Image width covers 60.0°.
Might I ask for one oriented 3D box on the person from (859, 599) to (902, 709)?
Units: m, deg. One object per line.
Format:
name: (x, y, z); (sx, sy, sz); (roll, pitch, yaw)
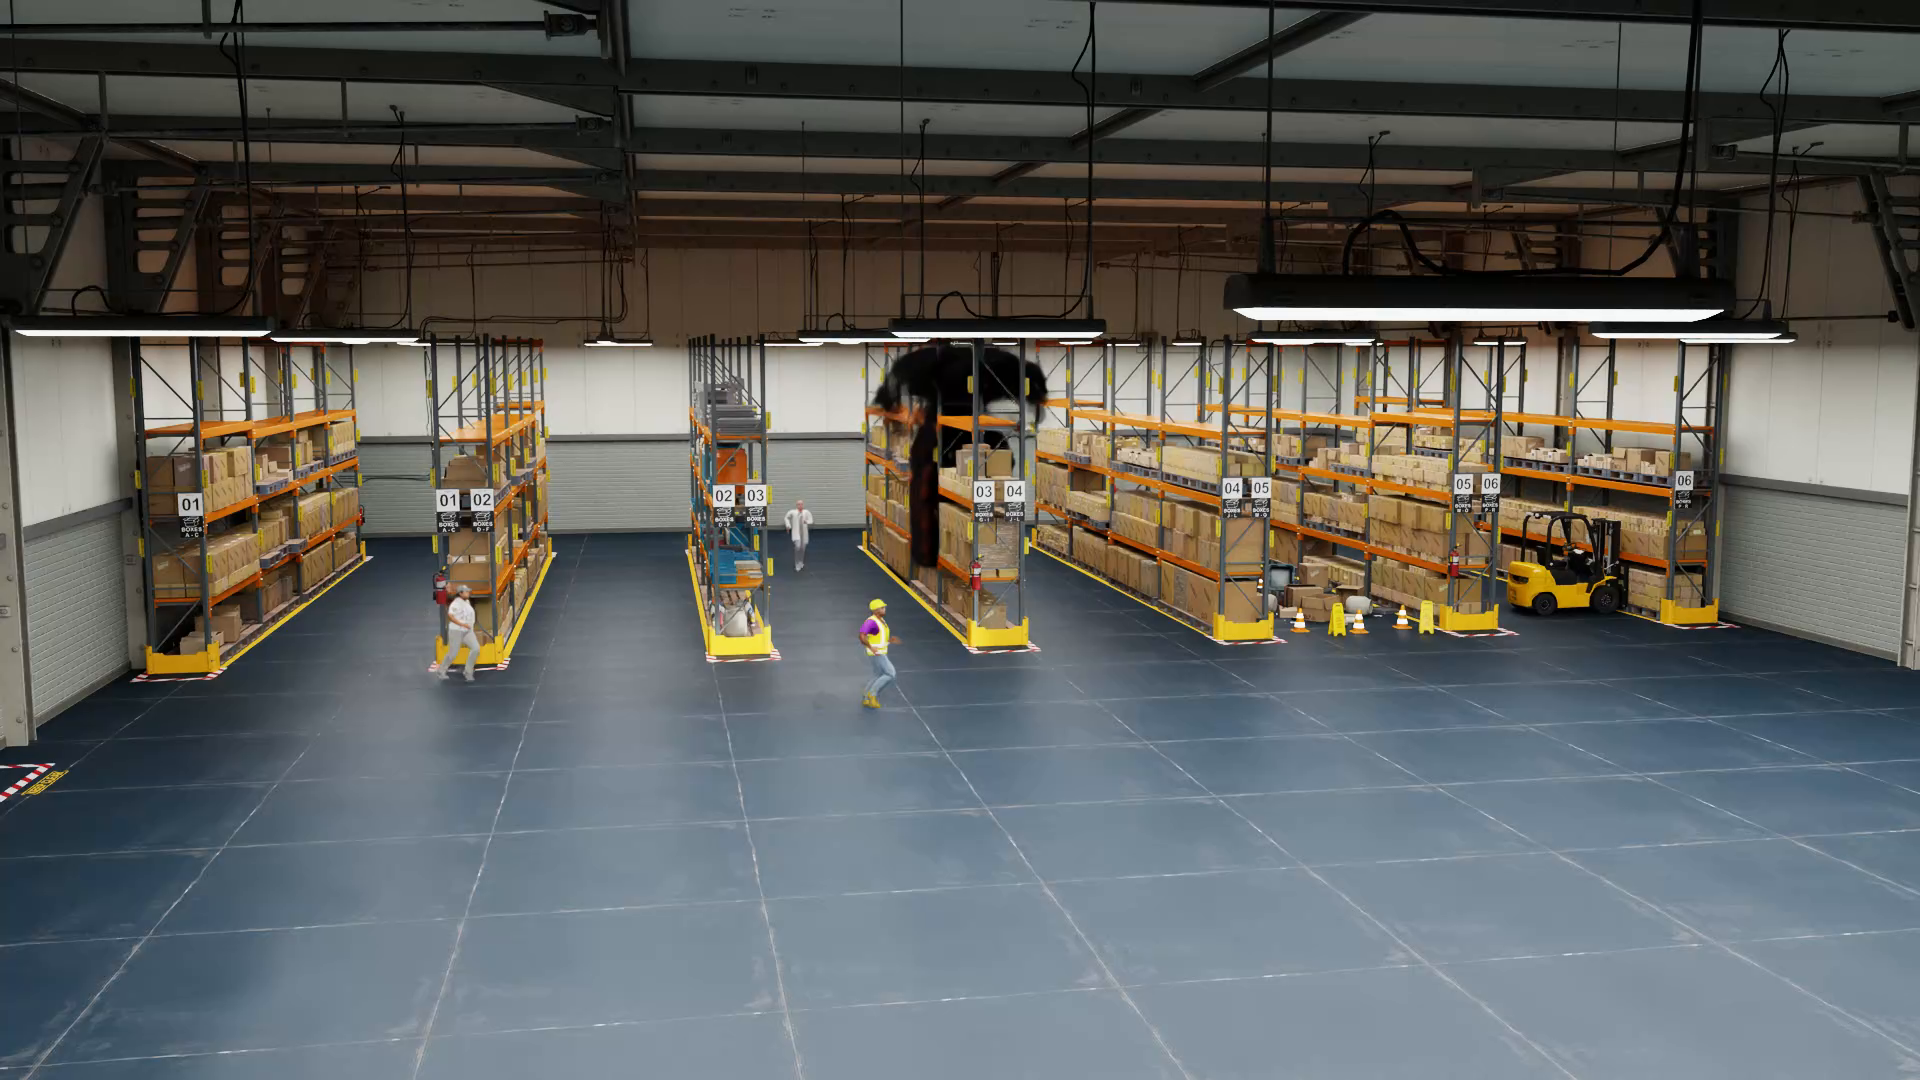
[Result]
person: (-1.273, 1.815, 26.563); (0.654, 1.742, 0.675); (1, 7, 8)

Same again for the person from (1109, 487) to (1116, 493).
person: (4.528, -0.715, 48.755); (0.702, 1.734, 0.677); (-3, 7, -27)

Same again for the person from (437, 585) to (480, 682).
person: (-8.649, 1.622, 28.873); (0.649, 1.686, 0.688); (3, 7, 22)

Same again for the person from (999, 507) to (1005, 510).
person: (1.216, -0.485, 46.835); (0.687, 1.722, 0.512); (-1, 7, -9)

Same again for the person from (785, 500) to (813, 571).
person: (-4.177, -0.121, 43.366); (0.672, 1.845, 0.836); (-2, 7, -20)
